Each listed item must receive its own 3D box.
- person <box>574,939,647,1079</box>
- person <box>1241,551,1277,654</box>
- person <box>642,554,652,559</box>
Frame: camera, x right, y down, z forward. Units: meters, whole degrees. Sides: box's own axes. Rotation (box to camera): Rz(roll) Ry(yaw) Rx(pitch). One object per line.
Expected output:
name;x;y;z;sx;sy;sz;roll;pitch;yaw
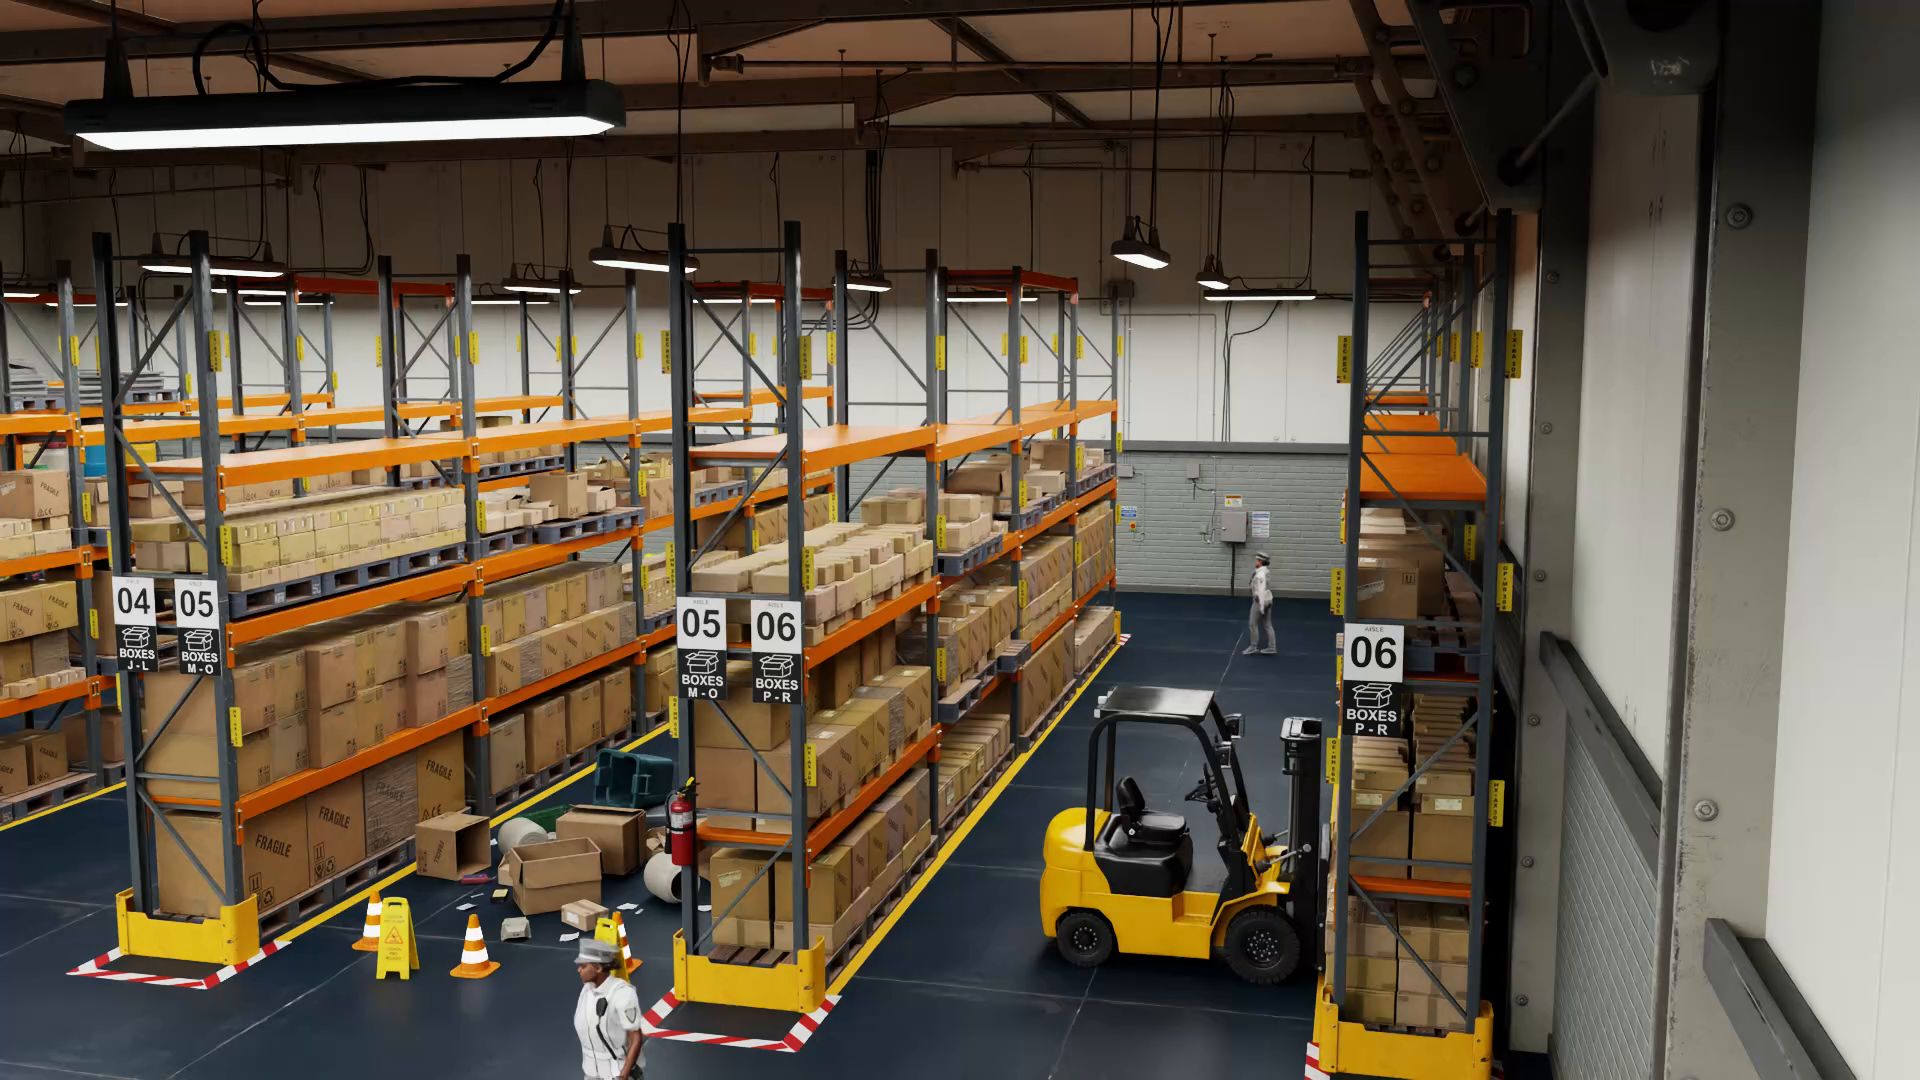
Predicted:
person;-2.042;3.161;9.900;0.500;1.648;0.566;4;8;32
person;4.909;1.039;27.146;0.598;1.715;0.528;4;8;31
person;-4.962;1.072;26.415;0.683;1.701;1.050;2;7;16
